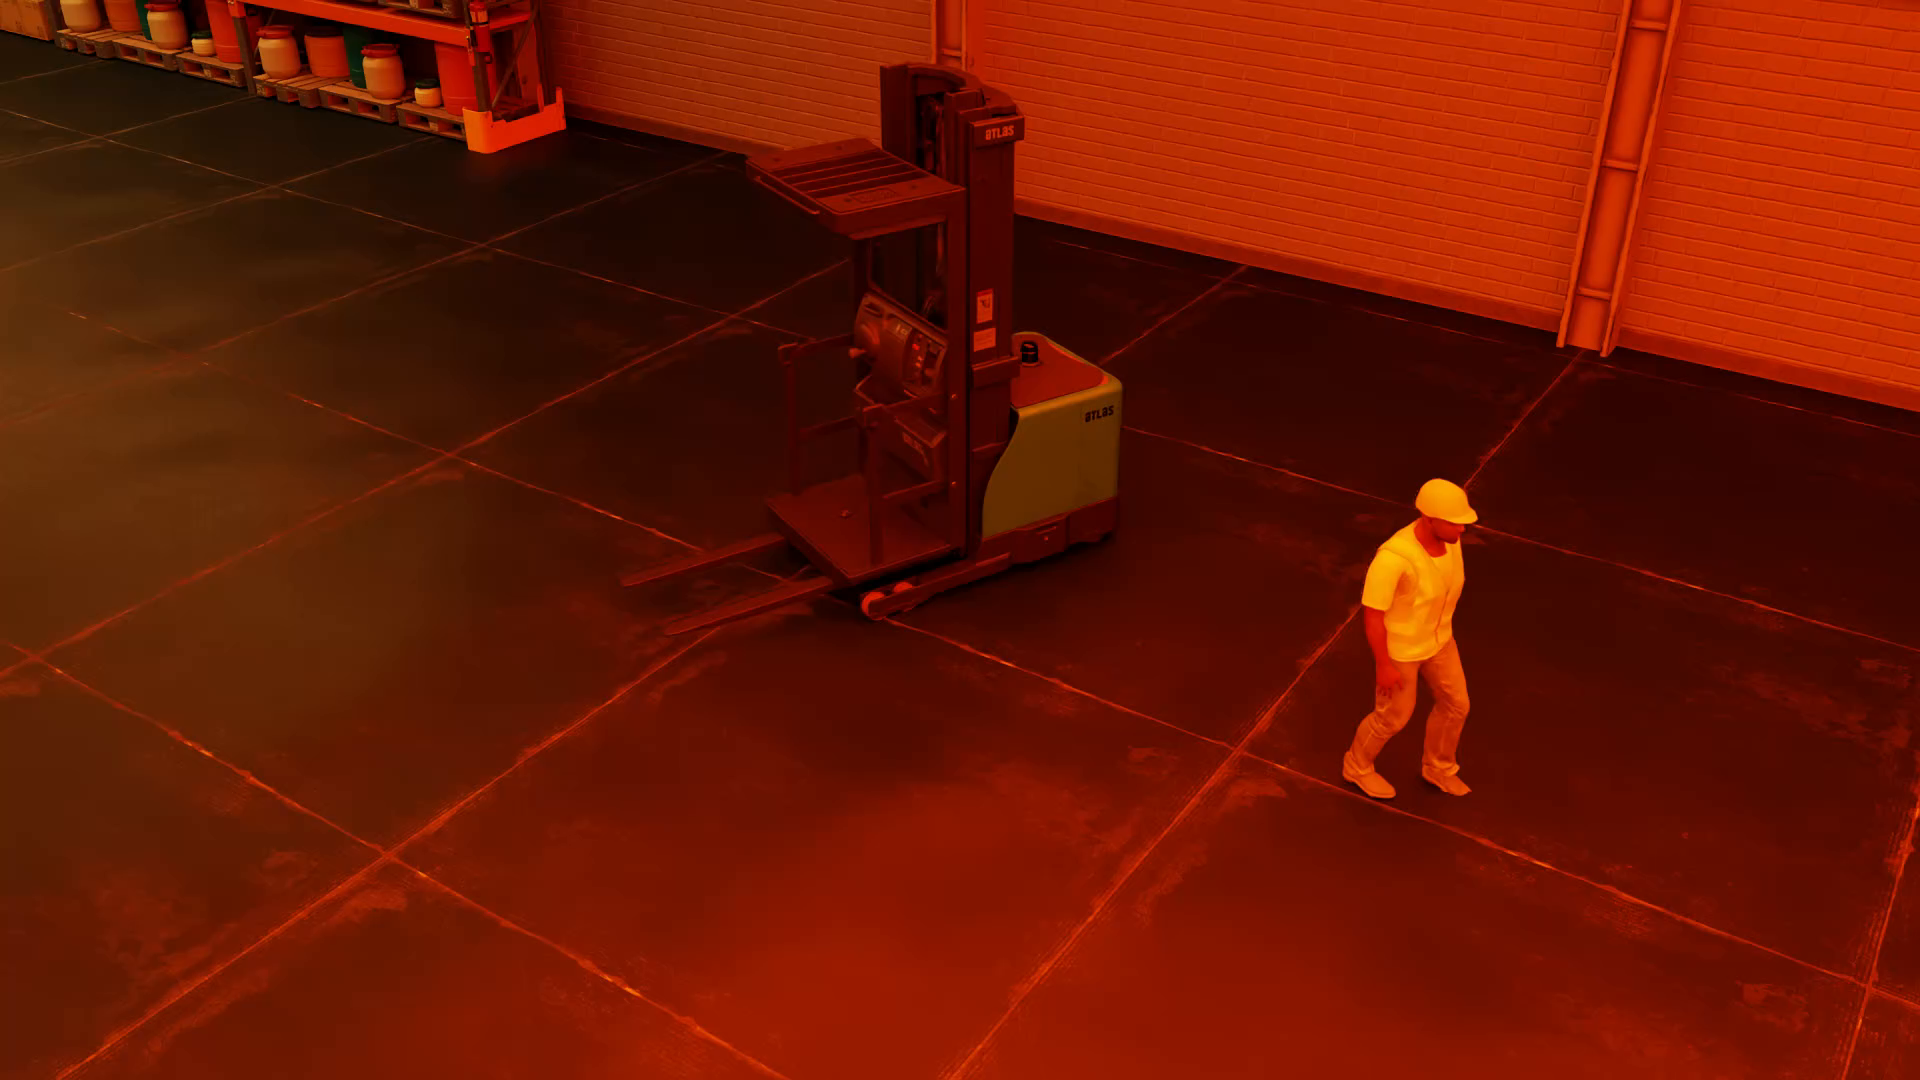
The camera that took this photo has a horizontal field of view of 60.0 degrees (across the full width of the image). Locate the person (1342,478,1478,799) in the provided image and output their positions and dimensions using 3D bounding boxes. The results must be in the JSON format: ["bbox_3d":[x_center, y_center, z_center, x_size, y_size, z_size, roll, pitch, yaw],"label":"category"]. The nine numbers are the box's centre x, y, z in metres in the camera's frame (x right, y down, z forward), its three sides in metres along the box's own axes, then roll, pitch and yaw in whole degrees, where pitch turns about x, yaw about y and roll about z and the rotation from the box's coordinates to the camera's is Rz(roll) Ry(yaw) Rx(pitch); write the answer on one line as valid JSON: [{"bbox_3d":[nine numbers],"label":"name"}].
[{"bbox_3d":[2.193,0.525,7.917,0.667,1.802,0.565,-22,37,-33],"label":"person"}]

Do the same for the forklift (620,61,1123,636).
[{"bbox_3d":[-0.520,-1.100,9.476,3.031,2.935,1.130,-18,35,-28],"label":"forklift"}]
